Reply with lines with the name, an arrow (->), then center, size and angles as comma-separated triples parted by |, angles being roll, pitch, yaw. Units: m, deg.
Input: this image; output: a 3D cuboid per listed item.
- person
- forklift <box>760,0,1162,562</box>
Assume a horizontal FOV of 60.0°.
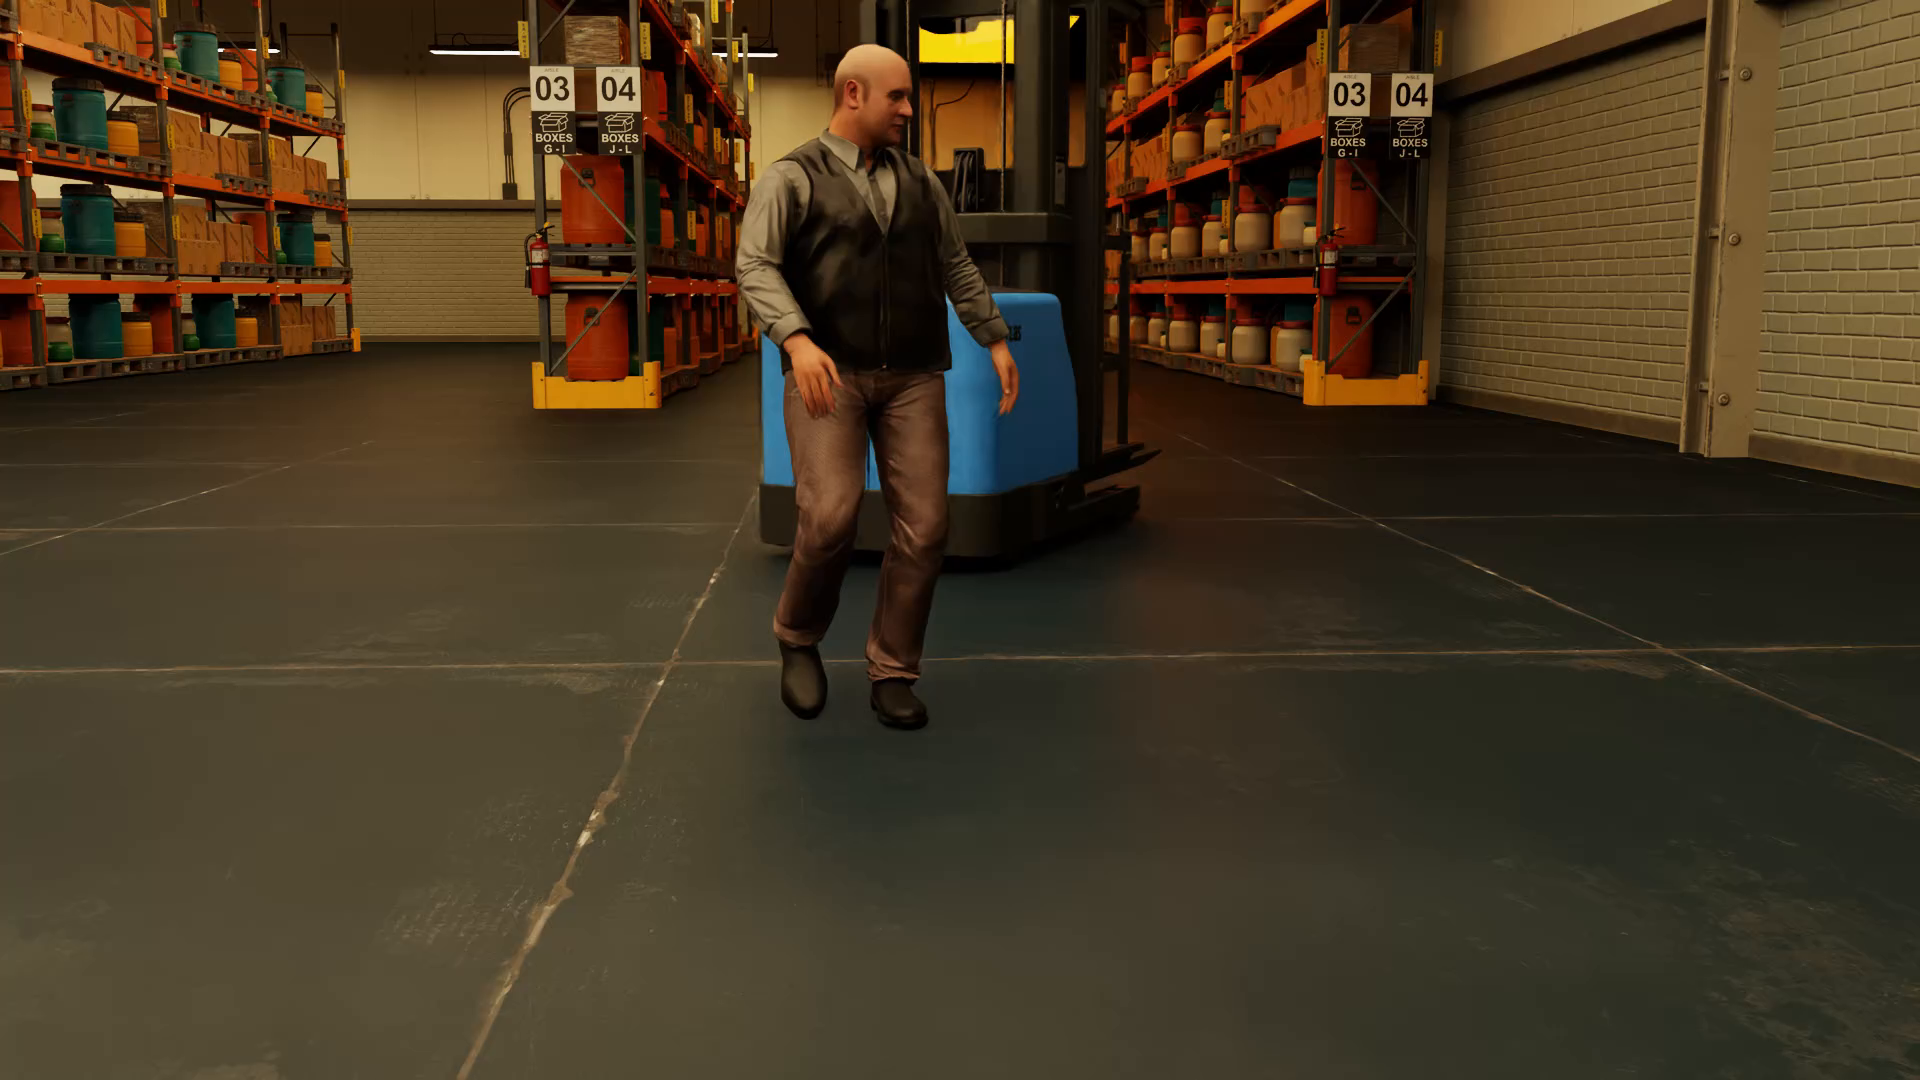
person -> -0.185, -0.389, 4.209 | 0.760, 1.688, 0.481 | -3, 9, -20
forklift -> 0.219, -1.542, 7.718 | 1.130, 2.935, 3.031 | 3, 9, 22
